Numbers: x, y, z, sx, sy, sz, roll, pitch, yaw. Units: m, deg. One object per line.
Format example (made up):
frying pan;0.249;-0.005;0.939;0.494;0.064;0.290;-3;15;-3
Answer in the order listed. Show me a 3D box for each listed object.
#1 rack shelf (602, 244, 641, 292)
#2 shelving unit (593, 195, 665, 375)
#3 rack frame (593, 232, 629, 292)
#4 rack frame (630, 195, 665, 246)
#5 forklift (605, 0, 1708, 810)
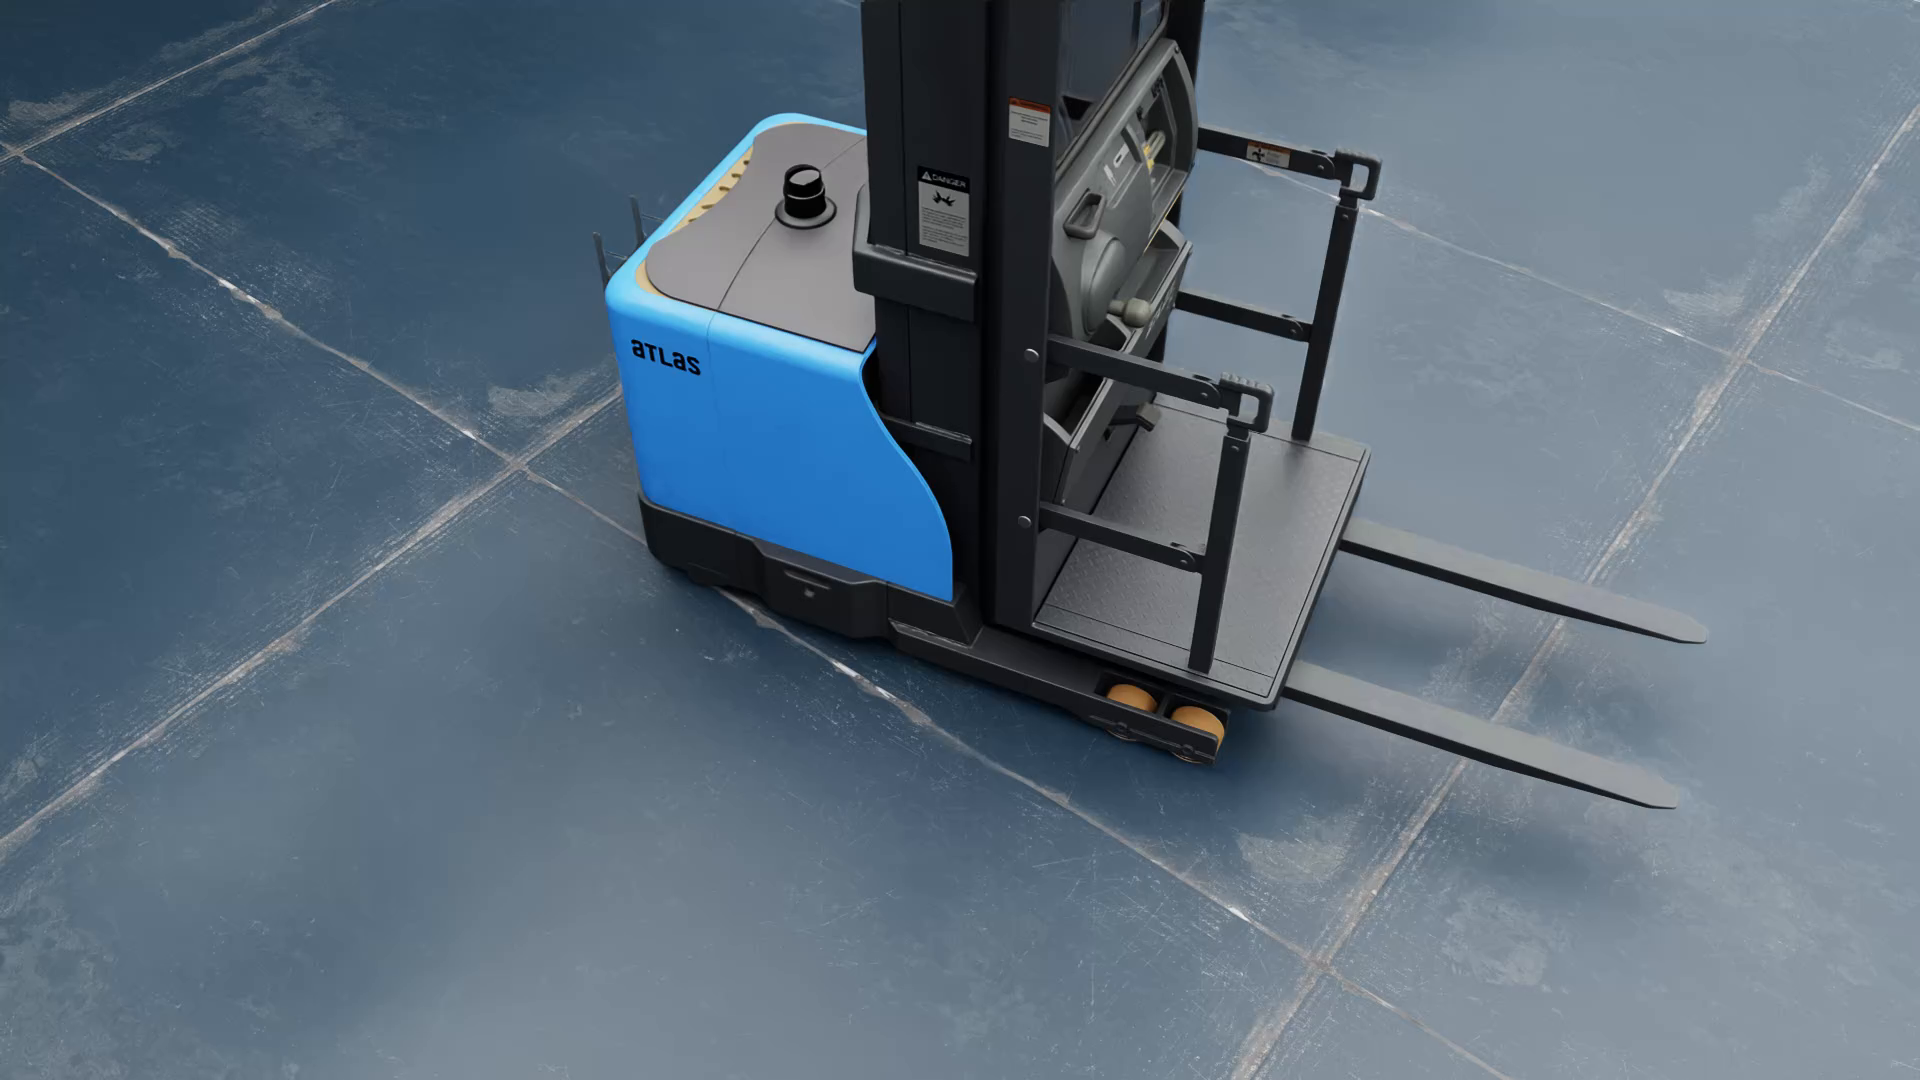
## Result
rack shelf;-0.921;-0.784;5.050;0.258;0.077;0.200;18;49;16
shelving unit;-0.921;-0.621;5.221;0.258;0.900;0.210;18;49;16
rack frame;-0.962;-0.554;5.156;0.240;0.900;0.006;18;49;16
rack frame;-0.880;-0.688;5.285;0.240;0.900;0.006;18;49;16
forklift;0.596;-0.829;4.015;3.031;2.935;1.130;18;49;16
